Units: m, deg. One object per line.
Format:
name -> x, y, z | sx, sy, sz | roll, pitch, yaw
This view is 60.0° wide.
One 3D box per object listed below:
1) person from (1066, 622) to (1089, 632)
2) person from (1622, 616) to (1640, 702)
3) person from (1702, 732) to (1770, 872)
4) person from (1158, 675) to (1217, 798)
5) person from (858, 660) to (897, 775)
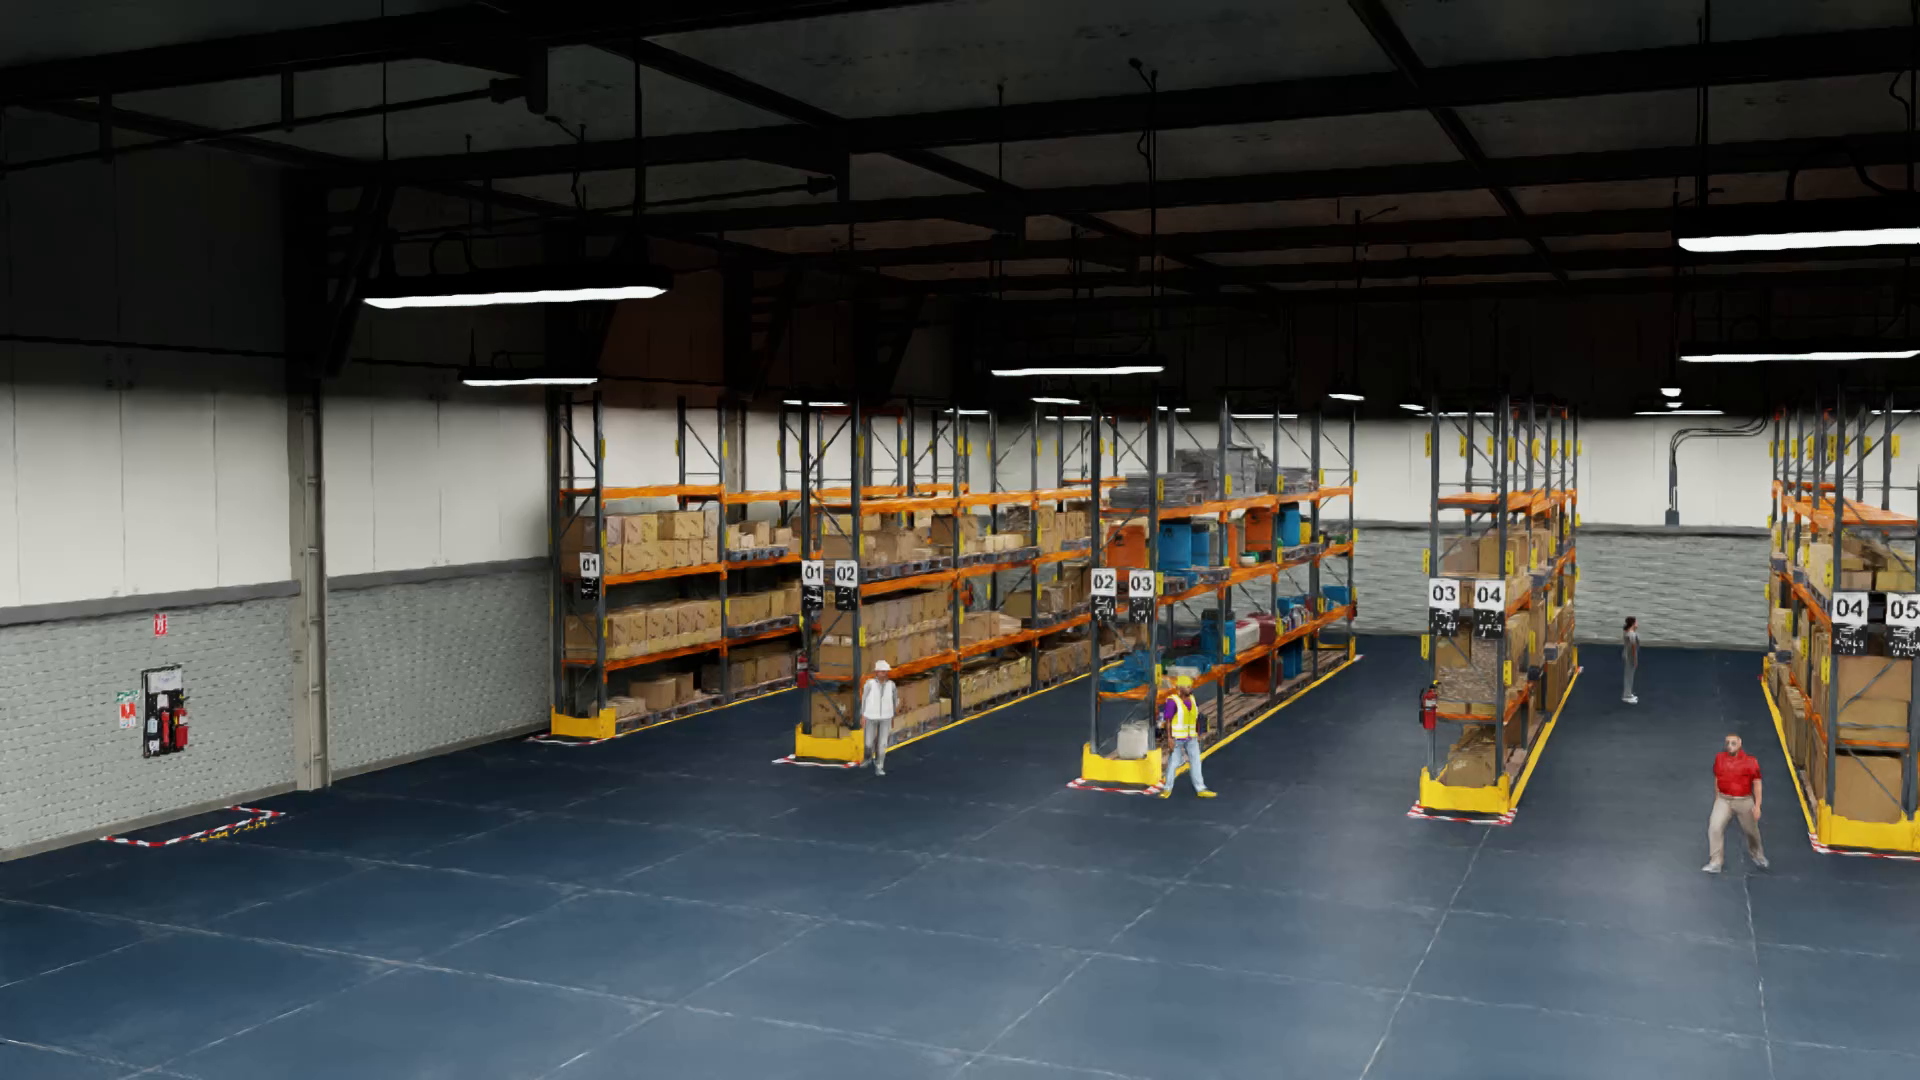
person -> 3.010, 1.782, 42.360 | 0.600, 1.714, 1.097 | 2, 4, 34
person -> 13.231, 2.337, 32.762 | 0.389, 1.675, 0.555 | 0, 3, 4
person -> 9.185, 3.080, 19.648 | 0.585, 1.664, 0.973 | 3, 4, 44
person -> 3.223, 2.799, 23.718 | 0.744, 1.755, 0.567 | -2, 4, -28
person -> -1.263, 2.711, 25.537 | 0.586, 1.768, 0.558 | -1, 3, -14
